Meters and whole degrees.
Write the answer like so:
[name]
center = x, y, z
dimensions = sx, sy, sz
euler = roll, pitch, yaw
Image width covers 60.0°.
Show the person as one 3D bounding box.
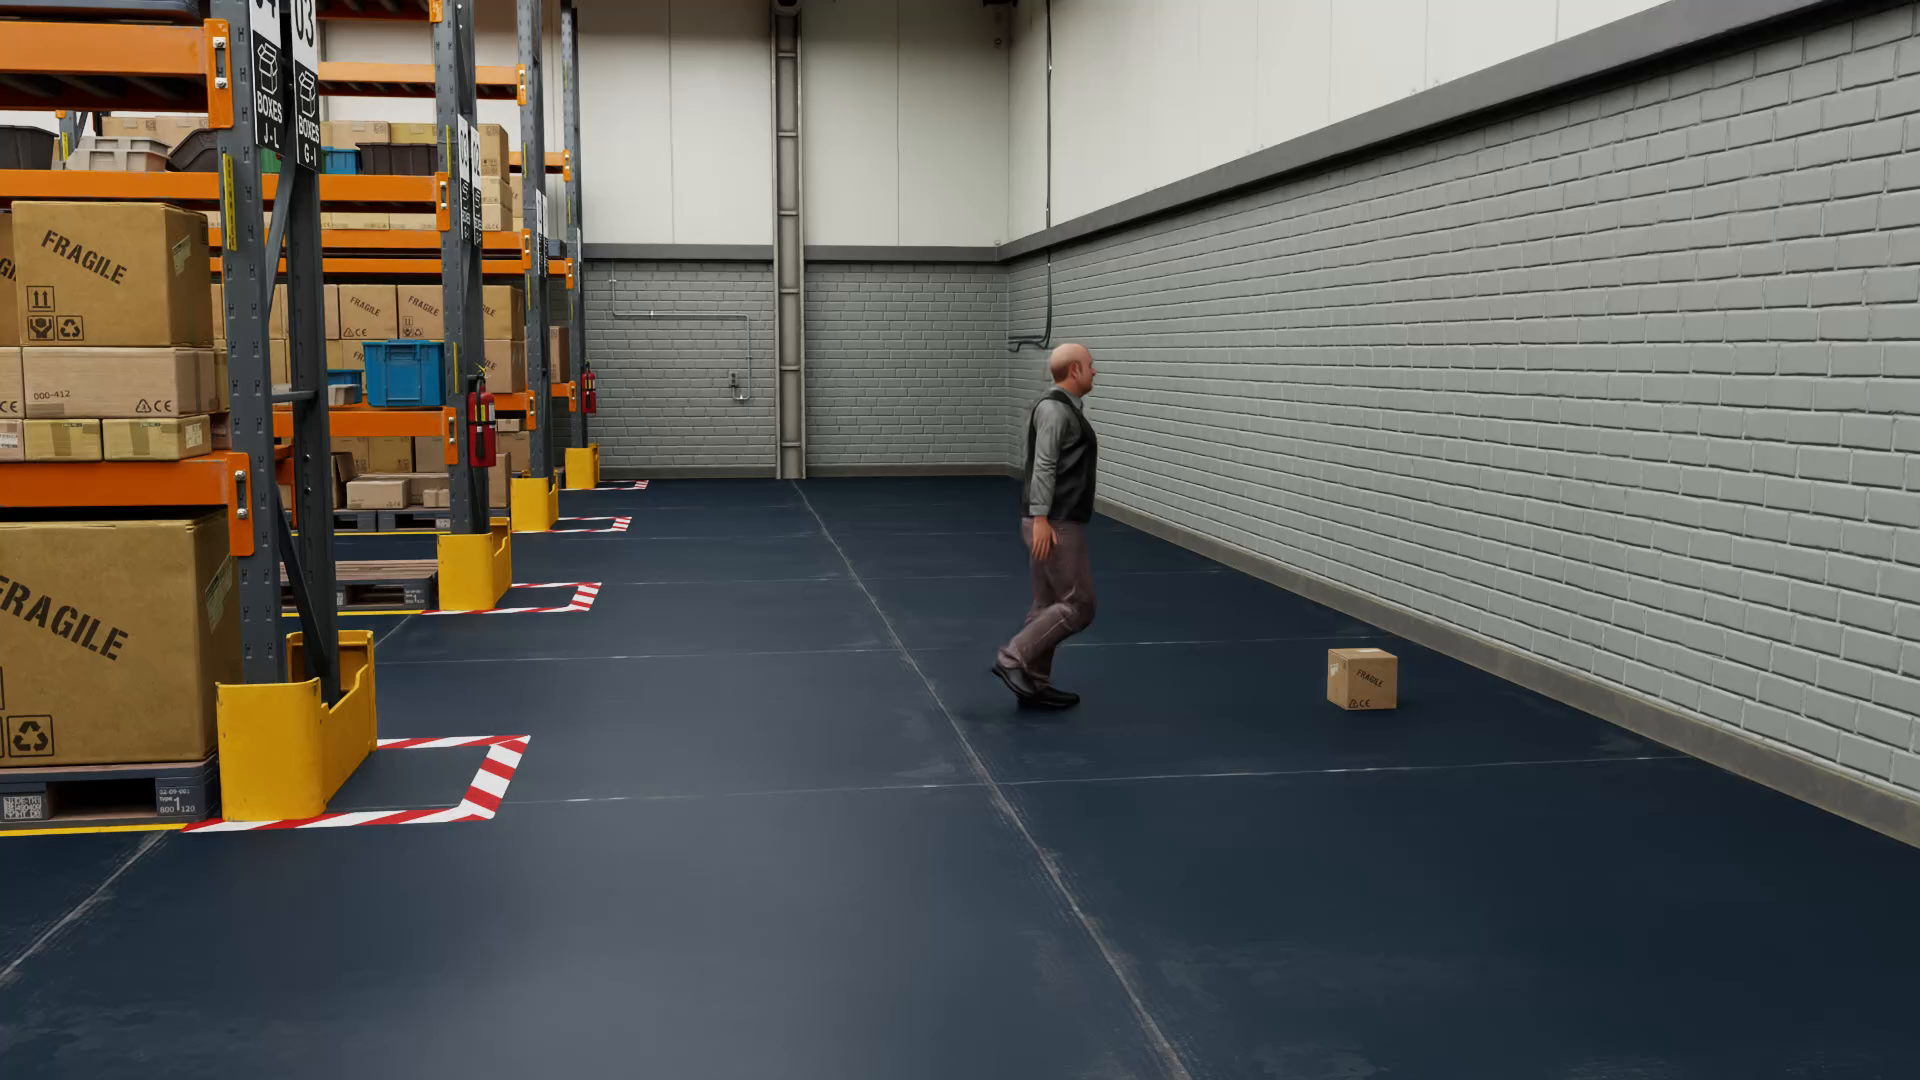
[person]
center = 0.395, -0.062, 7.799
dimensions = 0.490, 1.714, 0.583
euler = 0, 6, 3
